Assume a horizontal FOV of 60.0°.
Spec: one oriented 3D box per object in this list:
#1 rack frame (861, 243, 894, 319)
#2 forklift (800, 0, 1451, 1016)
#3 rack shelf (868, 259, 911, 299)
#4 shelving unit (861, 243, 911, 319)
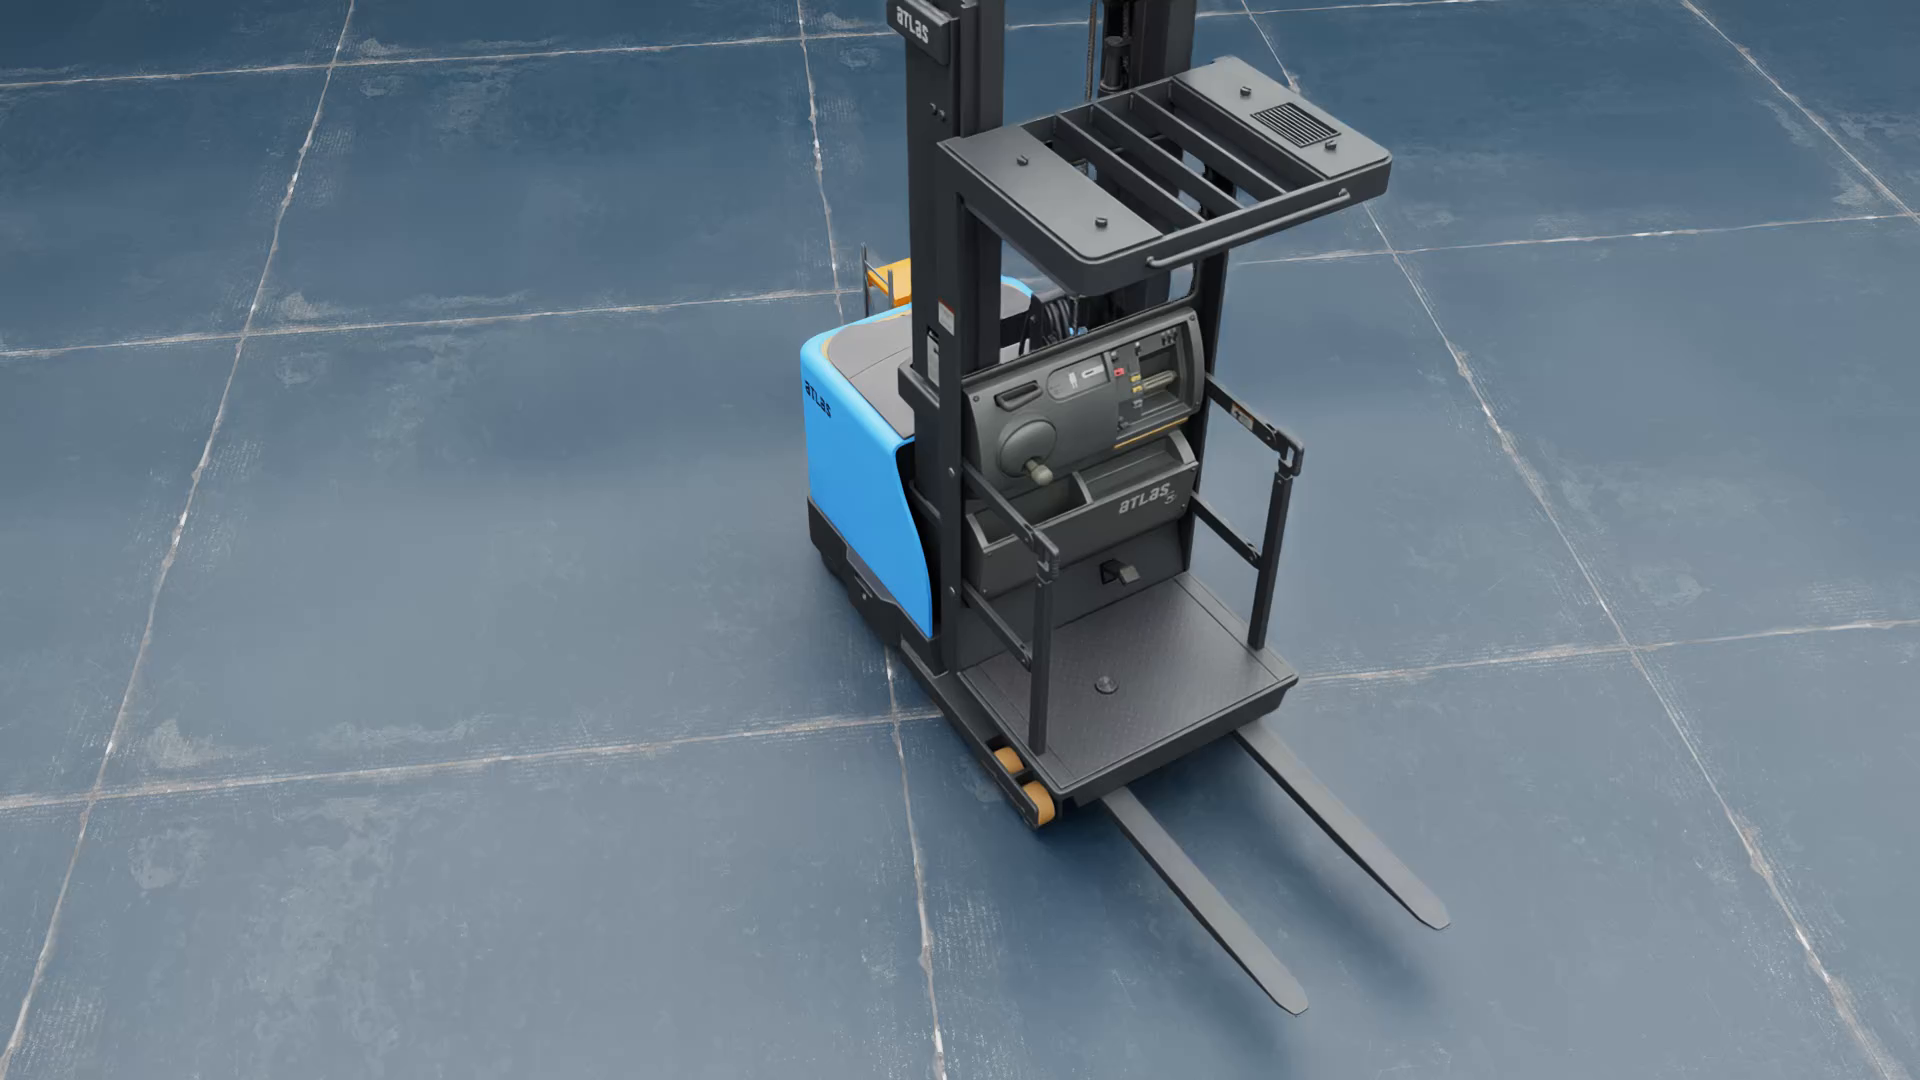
[{"bbox_3d":[-0.337,-0.700,7.130,0.015,1.200,0.240,-22,47,-23],"label":"rack frame"},{"bbox_3d":[0.553,-0.402,5.507,1.130,2.935,3.031,-22,47,-23],"label":"forklift"},{"bbox_3d":[-0.129,-1.106,6.936,0.457,0.050,0.221,-22,47,-23],"label":"rack shelf"},{"bbox_3d":[-0.129,-0.785,7.225,0.503,1.200,0.258,-22,47,-23],"label":"shelving unit"}]
